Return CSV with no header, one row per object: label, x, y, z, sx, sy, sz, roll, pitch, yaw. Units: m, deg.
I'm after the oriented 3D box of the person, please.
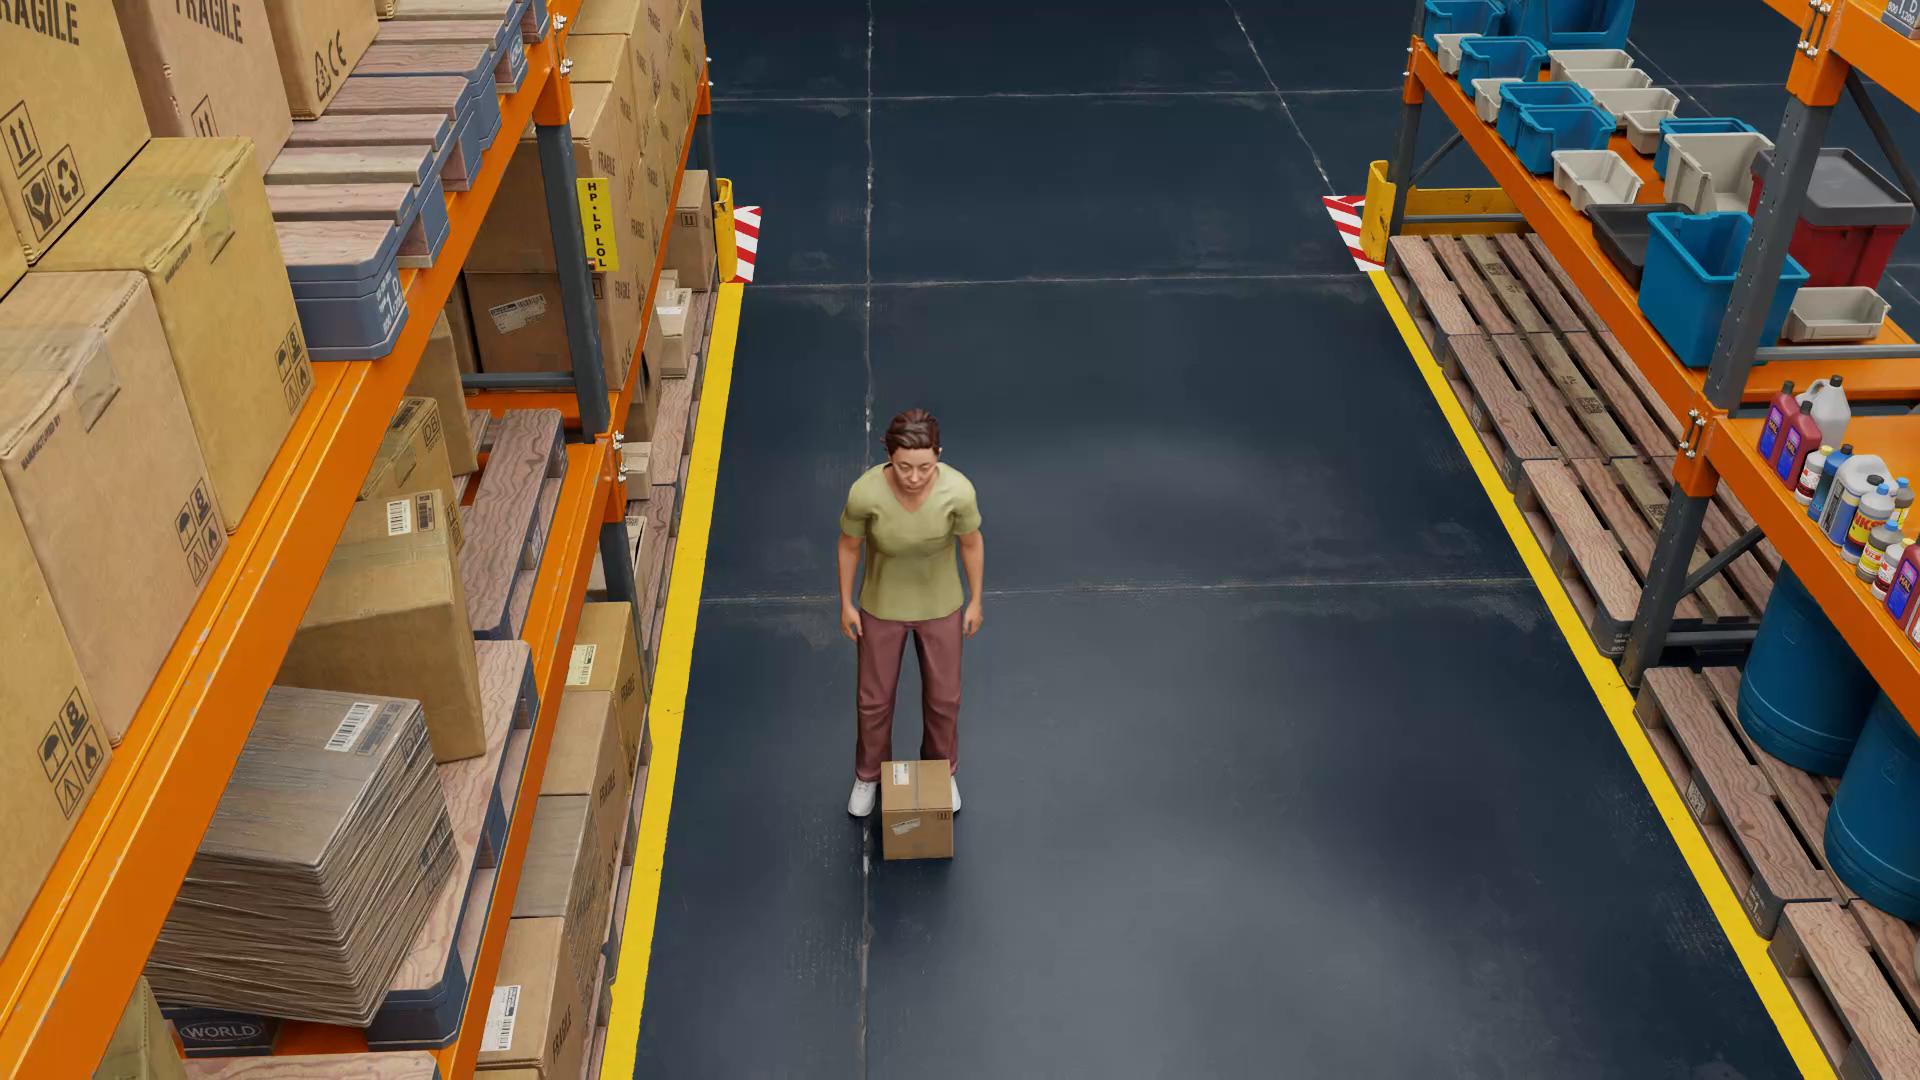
person,-0.168,0.250,5.795,0.506,1.672,0.352,-2,35,-2
